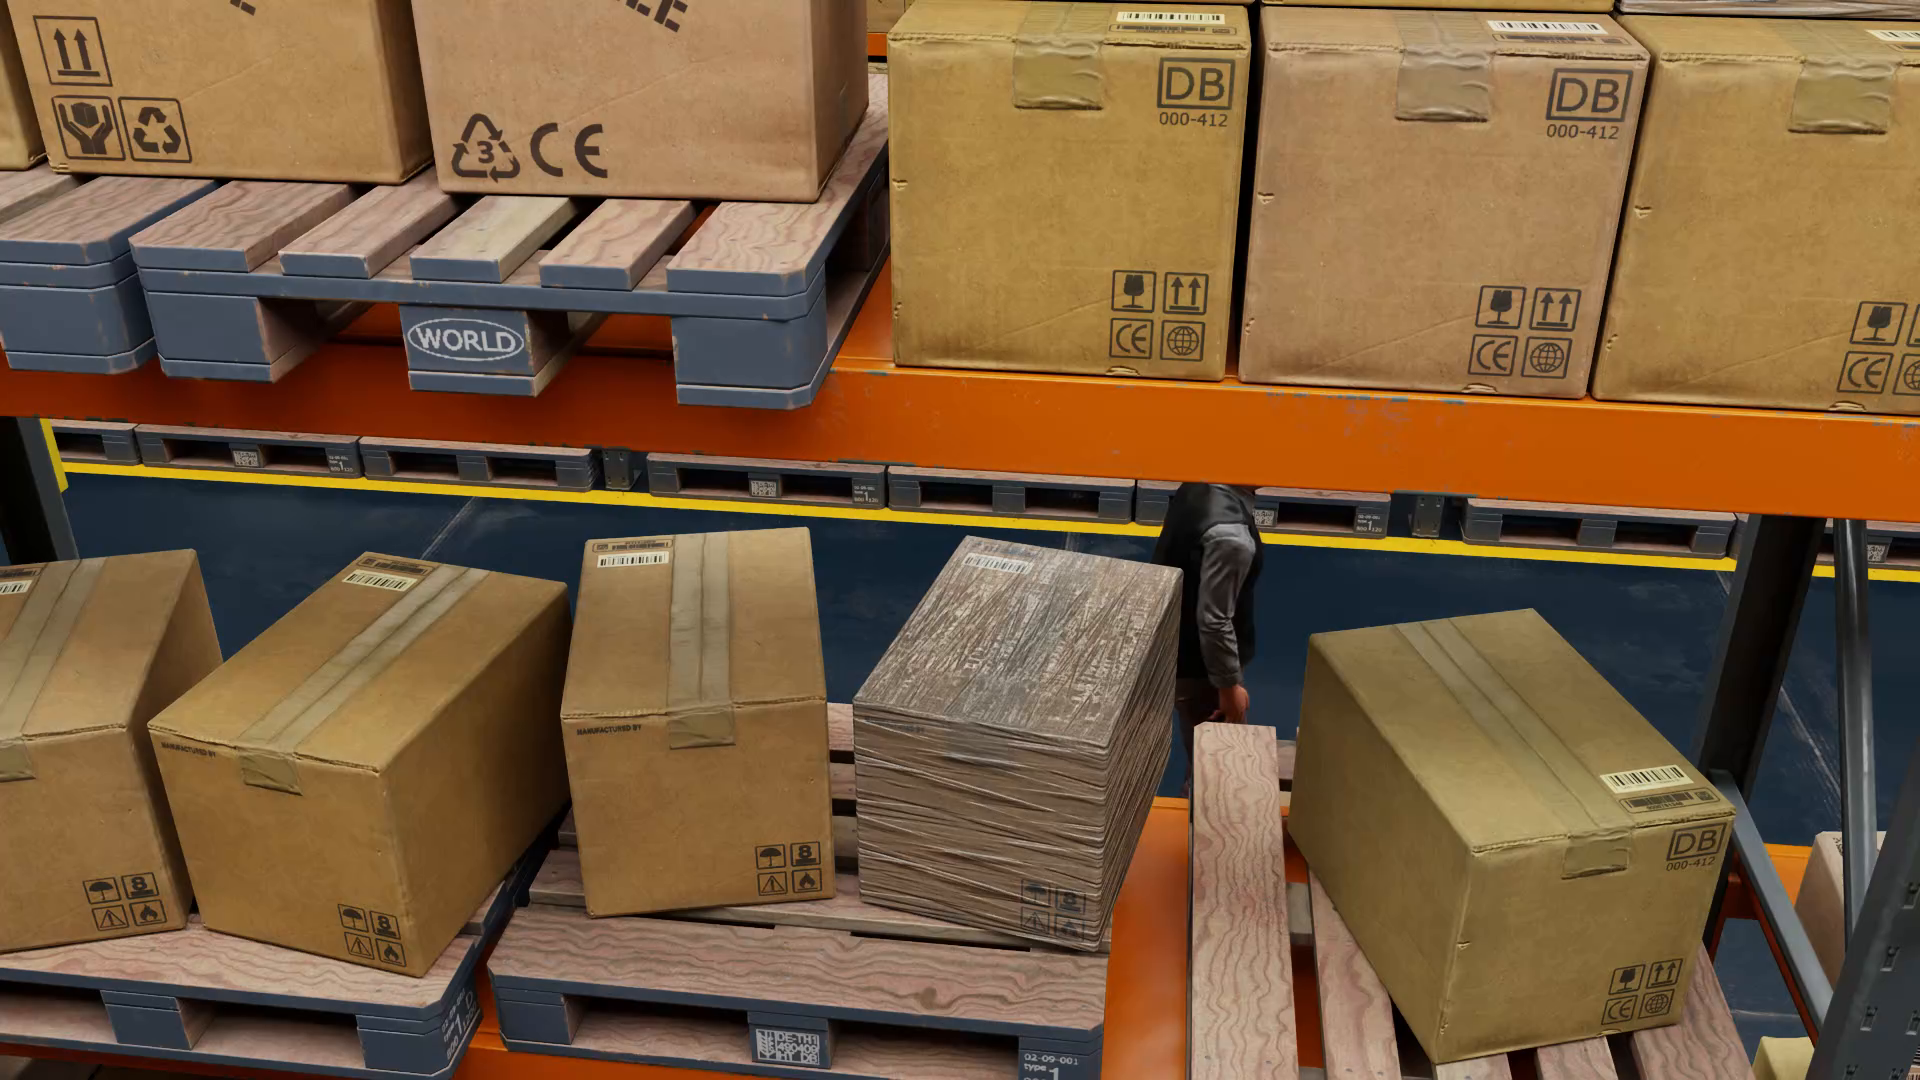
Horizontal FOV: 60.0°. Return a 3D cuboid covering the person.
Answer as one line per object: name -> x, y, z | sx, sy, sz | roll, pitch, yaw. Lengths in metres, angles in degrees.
person -> 0.839, 0.377, 5.446 | 0.474, 1.720, 0.593 | 2, 28, 3
